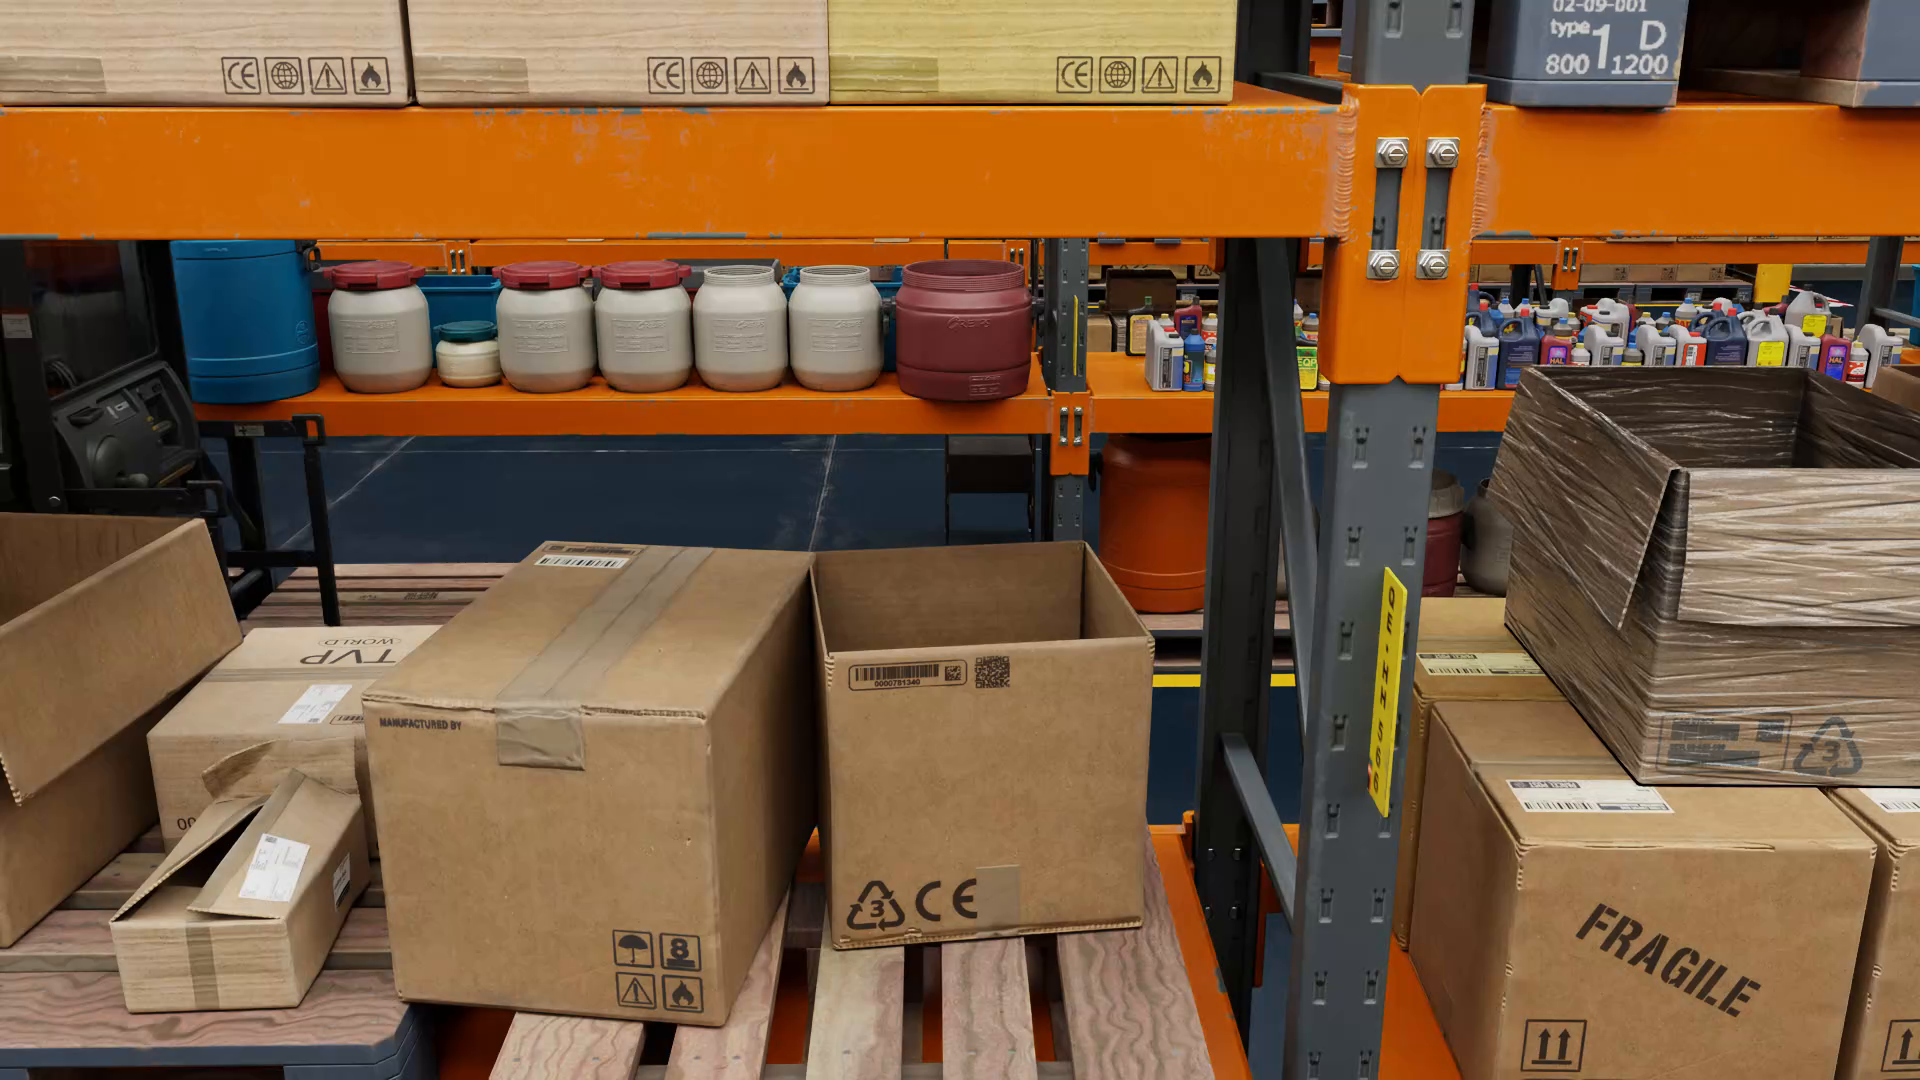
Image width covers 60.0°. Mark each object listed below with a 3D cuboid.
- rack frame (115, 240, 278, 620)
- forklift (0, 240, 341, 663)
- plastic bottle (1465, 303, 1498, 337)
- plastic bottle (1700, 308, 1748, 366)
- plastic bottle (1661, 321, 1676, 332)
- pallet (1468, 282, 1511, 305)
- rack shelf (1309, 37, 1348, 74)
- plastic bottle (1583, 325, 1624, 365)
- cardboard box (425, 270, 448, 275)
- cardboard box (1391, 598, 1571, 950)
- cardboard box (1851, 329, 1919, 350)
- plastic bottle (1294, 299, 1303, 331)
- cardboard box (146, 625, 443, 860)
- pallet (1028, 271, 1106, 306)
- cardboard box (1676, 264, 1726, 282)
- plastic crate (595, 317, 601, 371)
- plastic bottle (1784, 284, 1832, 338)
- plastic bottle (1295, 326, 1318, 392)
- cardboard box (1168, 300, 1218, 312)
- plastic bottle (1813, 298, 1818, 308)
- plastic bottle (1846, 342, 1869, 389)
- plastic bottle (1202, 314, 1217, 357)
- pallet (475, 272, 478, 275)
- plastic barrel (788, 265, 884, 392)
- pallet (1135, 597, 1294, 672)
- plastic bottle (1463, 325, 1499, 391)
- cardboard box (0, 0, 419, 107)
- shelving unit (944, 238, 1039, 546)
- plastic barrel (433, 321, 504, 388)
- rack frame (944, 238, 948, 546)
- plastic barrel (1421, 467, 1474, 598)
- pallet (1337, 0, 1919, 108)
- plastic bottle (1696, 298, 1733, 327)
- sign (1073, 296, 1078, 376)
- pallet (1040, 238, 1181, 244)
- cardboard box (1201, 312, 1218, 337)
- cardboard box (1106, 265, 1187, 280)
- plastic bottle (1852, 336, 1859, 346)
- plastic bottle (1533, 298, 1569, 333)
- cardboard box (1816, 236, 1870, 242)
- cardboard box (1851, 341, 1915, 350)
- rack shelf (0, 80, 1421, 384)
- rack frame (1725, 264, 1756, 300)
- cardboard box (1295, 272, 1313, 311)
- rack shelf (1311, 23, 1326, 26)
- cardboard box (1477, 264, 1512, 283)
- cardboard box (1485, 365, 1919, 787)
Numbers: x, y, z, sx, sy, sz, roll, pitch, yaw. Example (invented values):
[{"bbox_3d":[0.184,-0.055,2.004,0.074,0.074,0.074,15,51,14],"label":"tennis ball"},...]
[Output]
[{"bbox_3d":[-3.524,-0.941,7.570,0.127,3.000,1.000,0,18,-1],"label":"rack frame"},{"bbox_3d":[-2.874,-0.451,6.157,3.031,2.935,1.130,0,18,-1],"label":"forklift"},{"bbox_3d":[2.322,-0.892,7.498,0.185,0.351,0.144,0,18,-1],"label":"plastic bottle"},{"bbox_3d":[3.376,-0.851,7.369,0.185,0.351,0.144,0,18,-1],"label":"plastic bottle"},{"bbox_3d":[3.196,-0.851,7.501,0.097,0.271,0.097,0,18,0],"label":"plastic bottle"},{"bbox_3d":[5.080,-2.657,17.485,1.213,0.211,1.003,0,18,-1],"label":"pallet"},{"bbox_3d":[2.475,-2.055,7.311,4.000,0.370,1.077,0,18,-1],"label":"rack shelf"},{"bbox_3d":[2.850,-0.814,7.377,0.135,0.276,0.152,0,18,-1],"label":"plastic bottle"},{"bbox_3d":[-4.067,-1.795,12.818,0.500,0.500,0.500,0,18,-1],"label":"cardboard box"},{"bbox_3d":[1.043,0.427,3.142,0.500,0.500,0.500,0,18,1],"label":"cardboard box"},{"bbox_3d":[7.352,-1.493,13.073,0.500,0.250,0.500,0,18,-1],"label":"cardboard box"},{"bbox_3d":[1.609,-1.029,8.055,0.097,0.271,0.097,0,18,0],"label":"plastic bottle"},{"bbox_3d":[-1.126,0.362,3.067,0.500,0.250,0.500,-1,18,-2],"label":"cardboard box"},{"bbox_3d":[1.108,-2.639,17.428,1.213,0.211,1.003,0,18,-1],"label":"pallet"},{"bbox_3d":[7.619,-3.000,17.394,0.500,0.500,0.700,0,18,-1],"label":"cardboard box"},{"bbox_3d":[-1.787,-0.934,7.897,0.662,0.188,0.450,0,18,-1],"label":"plastic crate"},{"bbox_3d":[4.077,-1.053,8.000,0.185,0.351,0.144,0,18,-1],"label":"plastic bottle"},{"bbox_3d":[1.510,-0.797,7.312,0.133,0.283,0.061,0,18,-1],"label":"plastic bottle"},{"bbox_3d":[1.850,-1.571,12.905,0.500,0.500,0.500,-1,18,-3],"label":"cardboard box"},{"bbox_3d":[4.101,-1.052,8.108,0.133,0.283,0.061,0,18,-1],"label":"plastic bottle"},{"bbox_3d":[3.970,-0.775,7.379,0.097,0.201,0.097,0,18,0],"label":"plastic bottle"},{"bbox_3d":[1.219,-0.994,8.060,0.097,0.201,0.097,0,18,0],"label":"plastic bottle"},{"bbox_3d":[-5.575,-2.618,17.363,1.213,0.211,1.003,0,18,-1],"label":"pallet"},{"bbox_3d":[-0.550,-0.943,7.394,0.421,0.512,0.421,0,18,0],"label":"plastic barrel"},{"bbox_3d":[1.263,0.351,8.107,1.213,0.211,1.003,0,18,-1],"label":"pallet"},{"bbox_3d":[2.300,-0.811,7.368,0.135,0.276,0.152,0,18,-1],"label":"plastic bottle"},{"bbox_3d":[-0.916,-0.719,2.213,0.500,0.250,0.500,0,18,1],"label":"cardboard box"},{"bbox_3d":[0.166,-1.001,9.229,0.503,2.100,0.431,0,18,-1],"label":"shelving unit"},{"bbox_3d":[-2.198,-0.834,7.465,0.301,0.262,0.301,0,18,0],"label":"plastic barrel"},{"bbox_3d":[-0.078,-0.999,9.226,0.015,2.100,0.400,0,18,-1],"label":"rack frame"},{"bbox_3d":[2.093,-0.025,7.974,0.708,0.588,0.600,0,18,-1],"label":"plastic barrel"},{"bbox_3d":[1.196,-0.805,2.545,1.003,0.211,1.213,1,18,2],"label":"pallet"},{"bbox_3d":[3.640,-1.033,8.059,0.135,0.276,0.152,0,18,-1],"label":"plastic bottle"},{"bbox_3d":[0.491,-0.870,7.081,0.005,0.325,0.100,0,18,-1],"label":"sign"},{"bbox_3d":[1.077,-2.406,12.452,1.003,0.211,1.213,0,18,-1],"label":"pallet"},{"bbox_3d":[1.885,-1.412,12.411,0.500,0.500,0.500,-1,18,-2],"label":"cardboard box"},{"bbox_3d":[1.932,-3.128,17.220,0.750,0.750,0.750,0,18,-1],"label":"cardboard box"},{"bbox_3d":[4.065,-0.822,7.525,0.097,0.201,0.097,0,18,0],"label":"plastic bottle"},{"bbox_3d":[2.848,-1.029,8.047,0.135,0.276,0.152,0,18,-1],"label":"plastic bottle"},{"bbox_3d":[6.435,-2.467,12.164,0.500,0.500,0.500,-1,18,-2],"label":"cardboard box"},{"bbox_3d":[6.910,-1.338,12.590,0.500,0.250,0.500,0,18,-1],"label":"cardboard box"},{"bbox_3d":[-1.446,-0.523,2.536,4.000,0.370,1.077,0,18,-1],"label":"rack shelf"},{"bbox_3d":[8.318,-4.024,17.182,0.127,3.000,1.000,0,18,-1],"label":"rack frame"},{"bbox_3d":[2.411,-1.933,12.808,0.500,0.250,0.500,-1,18,-2],"label":"cardboard box"},{"bbox_3d":[2.401,-3.568,12.028,4.000,0.370,1.077,0,18,-1],"label":"rack shelf"},{"bbox_3d":[5.570,-2.989,17.358,0.500,0.500,0.700,0,18,-1],"label":"cardboard box"},{"bbox_3d":[1.285,0.029,2.741,0.637,0.503,0.797,0,18,1],"label":"cardboard box"}]
